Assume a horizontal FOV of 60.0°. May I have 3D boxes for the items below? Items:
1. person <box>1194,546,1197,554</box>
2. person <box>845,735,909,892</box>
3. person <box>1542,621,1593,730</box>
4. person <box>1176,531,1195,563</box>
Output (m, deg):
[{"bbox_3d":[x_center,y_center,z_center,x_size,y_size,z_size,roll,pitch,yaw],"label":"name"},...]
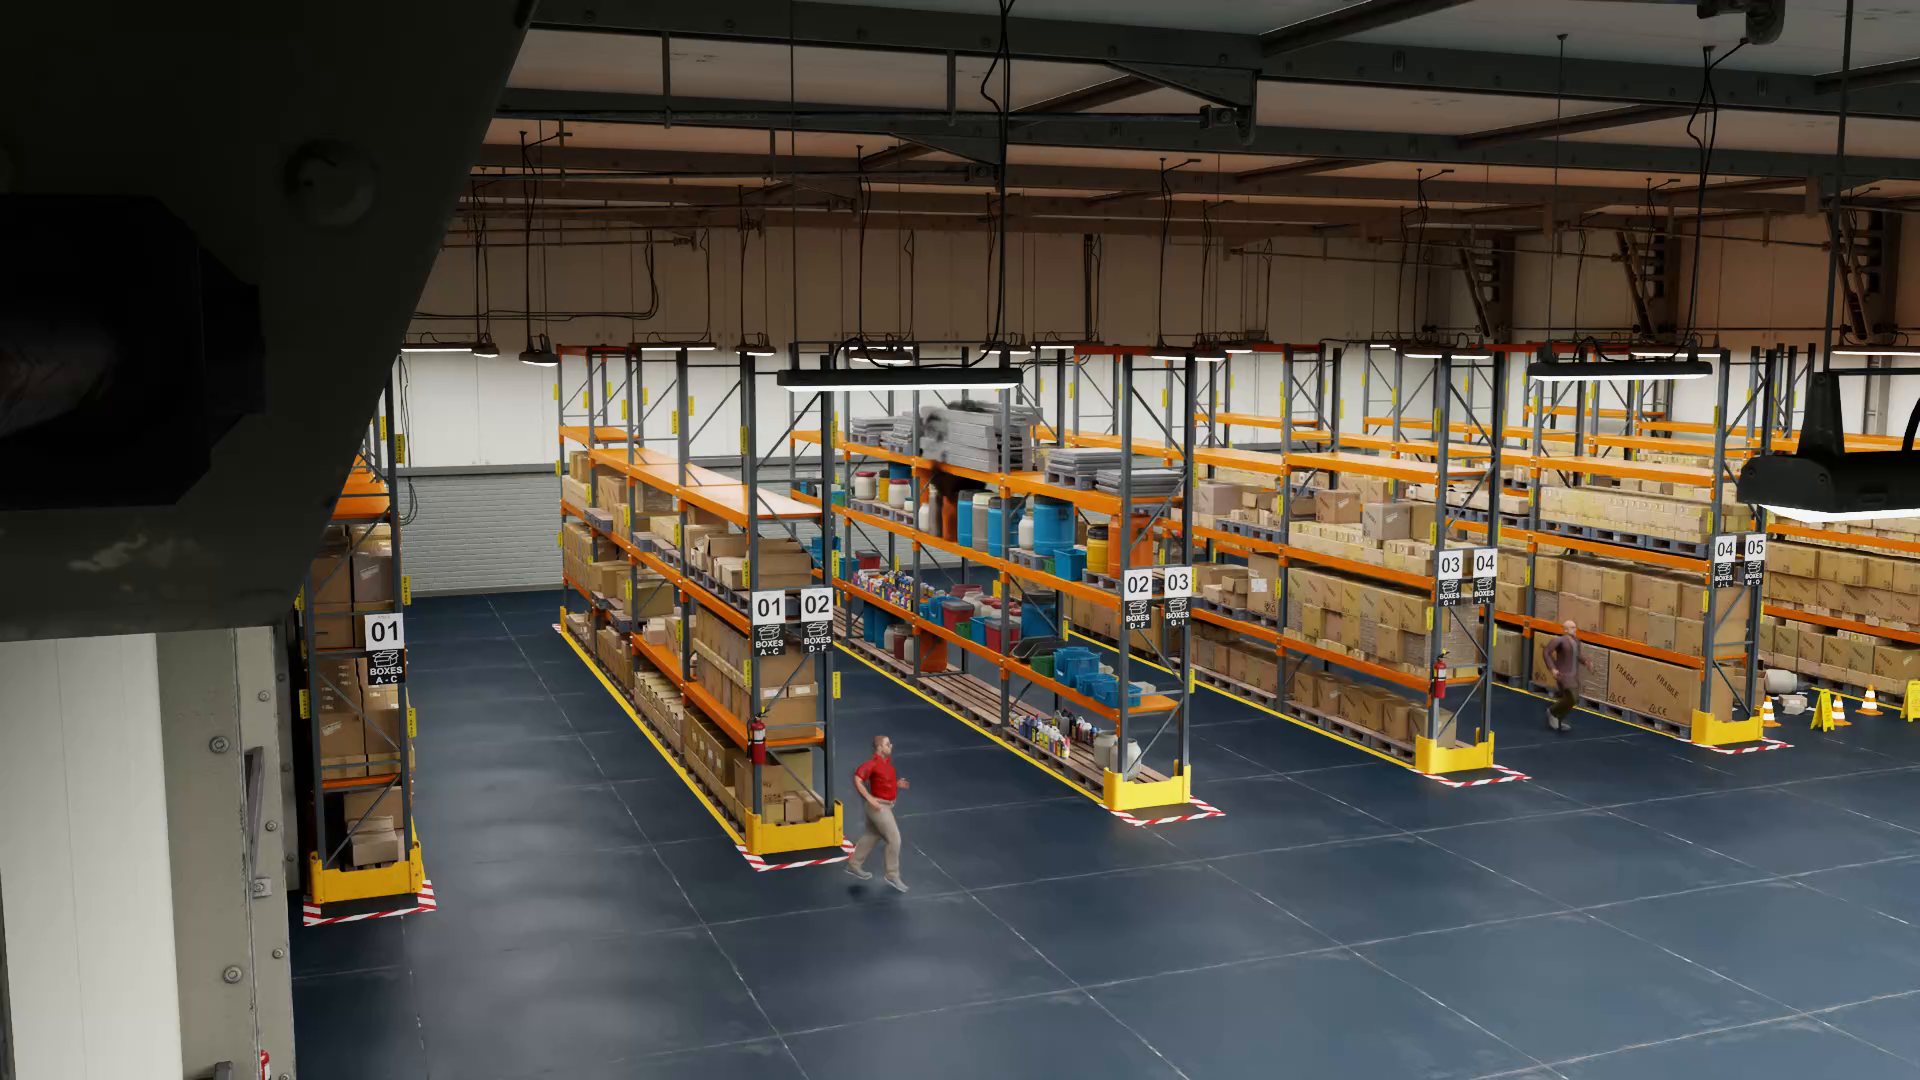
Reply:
[{"bbox_3d":[5.701,0.313,41.561,0.518,1.522,0.579,-1,7,-11],"label":"person"},{"bbox_3d":[-0.944,3.091,18.883,0.758,1.793,0.657,1,7,4],"label":"person"},{"bbox_3d":[9.605,2.140,26.207,0.717,1.745,0.645,-5,9,-35],"label":"person"},{"bbox_3d":[5.078,0.657,37.913,0.699,1.736,0.653,-2,7,-13],"label":"person"}]
